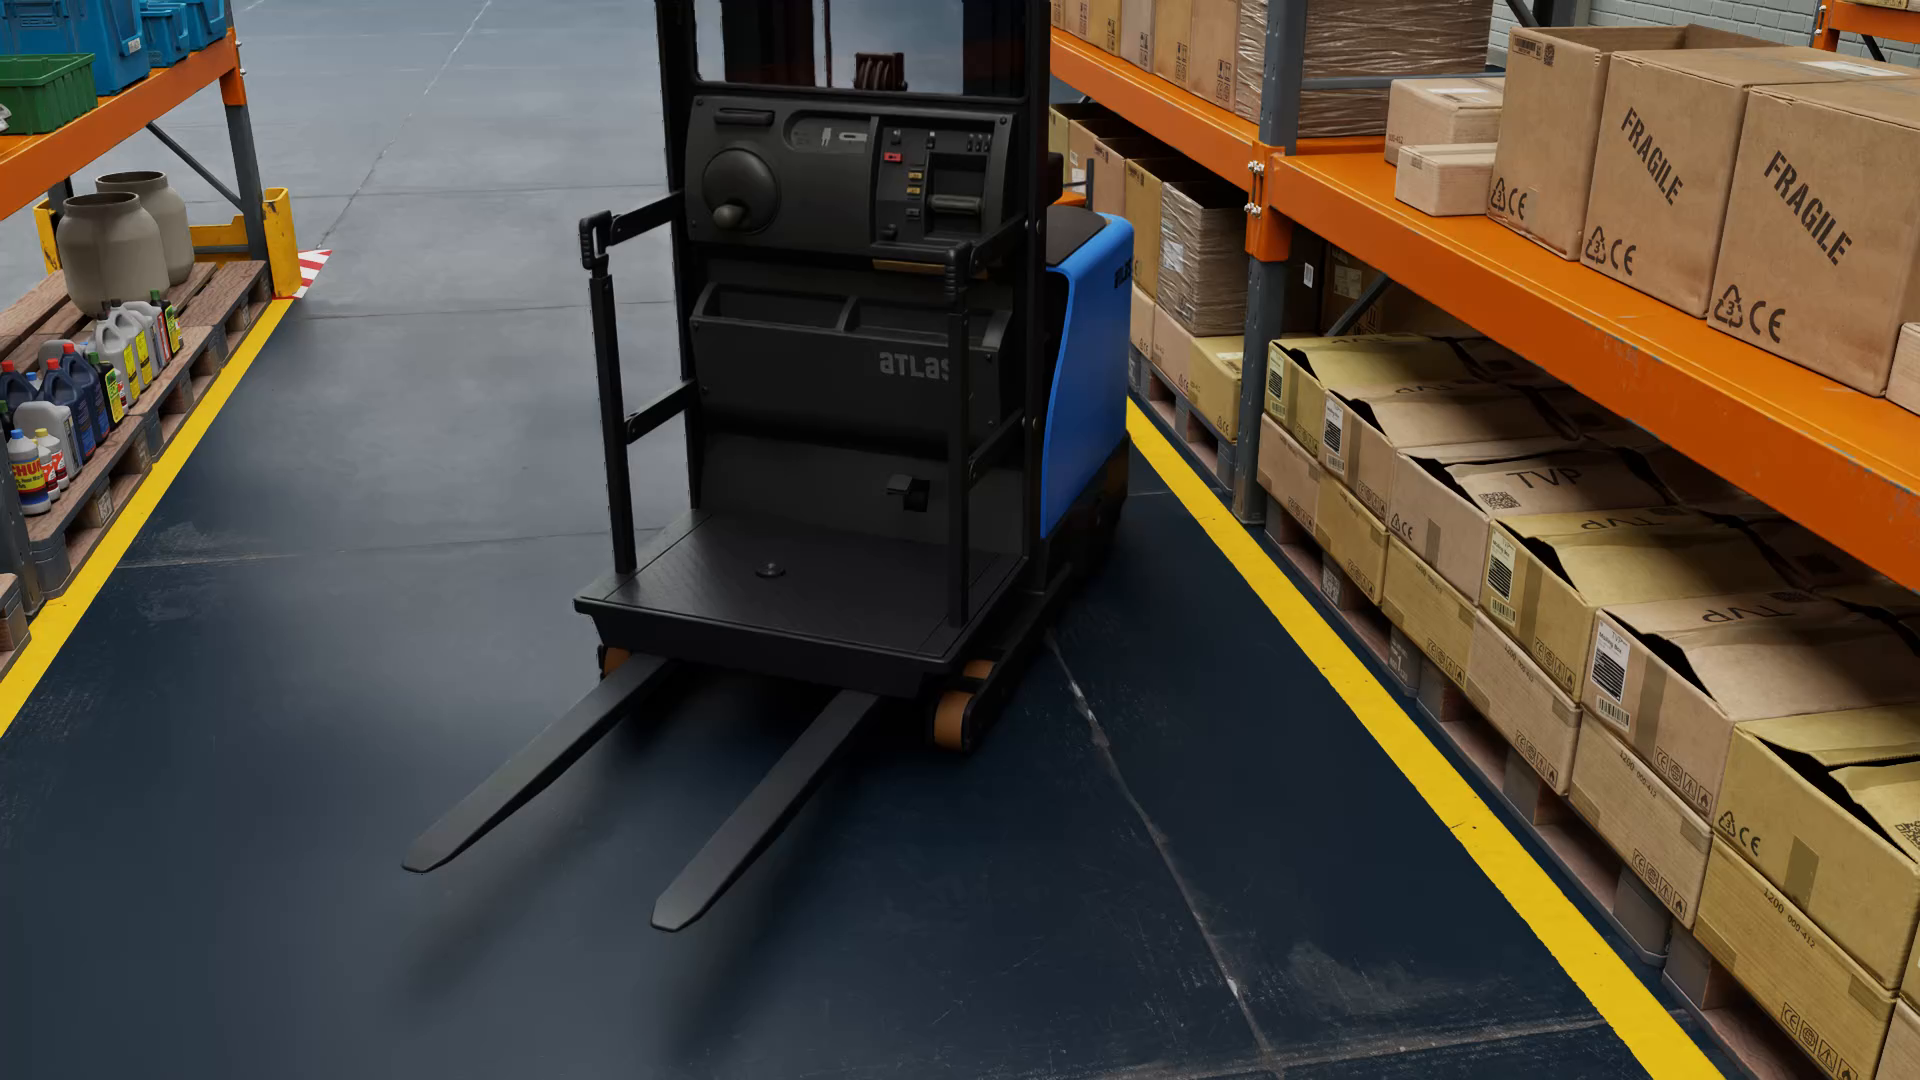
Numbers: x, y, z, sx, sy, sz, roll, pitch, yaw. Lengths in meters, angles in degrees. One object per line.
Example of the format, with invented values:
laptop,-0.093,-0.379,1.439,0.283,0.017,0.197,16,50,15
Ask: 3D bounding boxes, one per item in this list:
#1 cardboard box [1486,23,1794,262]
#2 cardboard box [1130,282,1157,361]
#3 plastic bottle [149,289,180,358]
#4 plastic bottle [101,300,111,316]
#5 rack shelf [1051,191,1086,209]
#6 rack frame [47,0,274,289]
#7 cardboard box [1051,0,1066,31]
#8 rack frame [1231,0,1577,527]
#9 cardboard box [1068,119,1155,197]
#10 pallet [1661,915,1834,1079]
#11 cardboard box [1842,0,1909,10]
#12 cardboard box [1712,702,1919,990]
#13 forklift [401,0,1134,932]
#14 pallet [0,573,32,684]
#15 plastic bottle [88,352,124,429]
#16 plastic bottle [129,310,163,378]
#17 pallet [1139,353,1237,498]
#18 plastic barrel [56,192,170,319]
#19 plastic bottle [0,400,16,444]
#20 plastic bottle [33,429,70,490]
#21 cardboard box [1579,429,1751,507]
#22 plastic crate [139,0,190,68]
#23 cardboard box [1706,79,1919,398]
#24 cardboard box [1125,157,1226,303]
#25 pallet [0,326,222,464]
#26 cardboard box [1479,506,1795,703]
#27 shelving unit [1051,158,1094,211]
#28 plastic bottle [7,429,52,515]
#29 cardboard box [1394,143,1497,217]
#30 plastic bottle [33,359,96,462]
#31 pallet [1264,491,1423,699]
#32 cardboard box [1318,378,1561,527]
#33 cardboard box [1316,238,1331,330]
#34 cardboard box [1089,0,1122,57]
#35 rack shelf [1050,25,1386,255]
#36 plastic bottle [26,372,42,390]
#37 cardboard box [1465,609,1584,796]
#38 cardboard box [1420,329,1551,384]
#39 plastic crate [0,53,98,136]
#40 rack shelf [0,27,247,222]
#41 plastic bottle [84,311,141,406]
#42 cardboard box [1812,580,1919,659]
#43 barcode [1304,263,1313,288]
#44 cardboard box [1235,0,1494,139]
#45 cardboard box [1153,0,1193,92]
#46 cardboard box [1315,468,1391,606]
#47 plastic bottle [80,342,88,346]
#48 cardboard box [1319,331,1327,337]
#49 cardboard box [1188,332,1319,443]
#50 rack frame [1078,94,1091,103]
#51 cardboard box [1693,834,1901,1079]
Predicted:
cardboard box,1.699,-1.016,4.204,0.500,0.500,0.500,-3,24,-6
cardboard box,0.985,-0.973,7.140,0.500,0.250,0.500,-4,24,-10
plastic bottle,-3.323,-0.912,6.933,0.061,0.283,0.133,-4,24,-8
plastic bottle,-3.447,-0.847,6.785,0.061,0.283,0.133,-4,24,-10
rack shelf,0.232,-1.200,6.018,0.258,0.148,0.480,-14,27,-30
rack frame,-4.133,-2.689,8.160,1.000,3.000,0.127,-4,24,-10
cardboard box,0.810,-2.916,8.553,0.700,0.500,0.500,-4,24,-10
rack frame,1.476,-1.481,5.393,1.000,3.000,0.127,-4,24,-10
cardboard box,0.816,-1.711,7.893,0.500,0.500,0.500,-4,24,-10
pallet,2.101,1.043,3.097,1.003,0.211,1.213,-4,24,-10
cardboard box,5.382,-3.147,9.371,0.500,0.250,0.500,-5,24,-11
cardboard box,1.774,0.511,3.042,0.500,0.311,0.500,-5,24,-11
forklift,-0.380,-0.961,4.287,1.130,2.935,3.031,8,25,18
pallet,-3.210,0.468,4.415,1.003,0.211,1.213,-4,24,-10
plastic bottle,-3.159,-0.563,6.136,0.061,0.283,0.133,-3,24,-7
plastic bottle,-3.317,-0.797,6.681,0.152,0.276,0.135,-5,24,-11
pallet,1.370,-0.519,6.675,1.003,0.211,1.213,-4,24,-10
plastic barrel,-3.843,-1.291,7.542,0.421,0.512,0.421,0,24,0
plastic bottle,-3.212,-0.348,5.642,0.061,0.283,0.133,-4,24,-10
plastic bottle,-3.059,-0.273,5.574,0.097,0.201,0.097,0,24,0
cardboard box,2.025,-0.132,4.514,0.500,0.311,0.500,-4,24,-10
plastic crate,-3.632,-2.191,7.204,0.499,0.251,0.408,-4,24,-10
cardboard box,1.889,-0.612,3.279,0.500,0.500,0.500,-6,24,-13
cardboard box,0.998,-1.317,6.992,0.500,0.500,0.500,-4,24,-10
pallet,-3.705,-0.586,6.828,1.003,0.211,1.213,-4,24,-10
cardboard box,1.593,0.115,3.949,0.500,0.311,0.500,-4,24,-8
shelving unit,0.232,-0.840,6.175,0.258,1.200,0.503,-14,27,-30
plastic bottle,-3.021,-0.225,5.377,0.097,0.271,0.097,0,24,0
cardboard box,1.439,-1.002,4.611,0.380,0.149,0.250,-4,24,-10
plastic bottle,-3.134,-0.452,5.797,0.144,0.351,0.185,-4,24,-8
pallet,1.650,0.084,5.294,1.003,0.211,1.213,-4,24,-10
cardboard box,1.395,-0.292,4.881,0.500,0.311,0.500,-5,24,-10
cardboard box,1.597,-1.159,6.629,0.500,0.500,0.500,-4,24,-10
cardboard box,0.998,-2.514,7.633,0.700,0.500,0.500,-4,24,-9
rack shelf,1.106,-1.938,7.339,1.077,0.370,4.000,-4,24,-10
plastic bottle,-3.280,-0.464,5.923,0.097,0.271,0.097,0,24,0
cardboard box,1.592,0.368,4.069,0.500,0.250,0.500,-4,24,-9
cardboard box,1.832,-0.532,5.431,0.500,0.311,0.500,-4,24,-10
plastic crate,-3.367,-1.574,5.870,0.450,0.188,0.662,-4,24,-10
rack shelf,-3.763,-1.573,6.503,1.077,0.370,4.000,-4,24,-10
plastic bottle,-3.248,-0.693,6.350,0.144,0.351,0.185,-4,24,-10
cardboard box,2.210,0.268,3.598,0.500,0.311,0.500,-5,24,-11
barcode,1.114,-0.846,5.313,0.001,0.075,0.075,-4,24,-10
cardboard box,1.387,-1.701,5.772,0.700,0.500,0.500,-5,24,-11
cardboard box,1.195,-2.106,6.698,0.700,0.500,0.500,-4,24,-9
cardboard box,1.400,-0.035,4.994,0.500,0.250,0.500,-4,24,-8
plastic bottle,-3.393,-0.672,6.487,0.097,0.201,0.097,0,24,0
cardboard box,1.688,-0.618,6.329,0.500,0.250,0.500,-4,24,-10
cardboard box,1.175,-0.580,6.240,0.500,0.250,0.500,-4,24,-10
rack frame,0.736,-3.054,8.996,1.000,3.000,0.127,-4,24,-10
cardboard box,1.780,0.769,3.153,0.500,0.250,0.500,-5,24,-10
